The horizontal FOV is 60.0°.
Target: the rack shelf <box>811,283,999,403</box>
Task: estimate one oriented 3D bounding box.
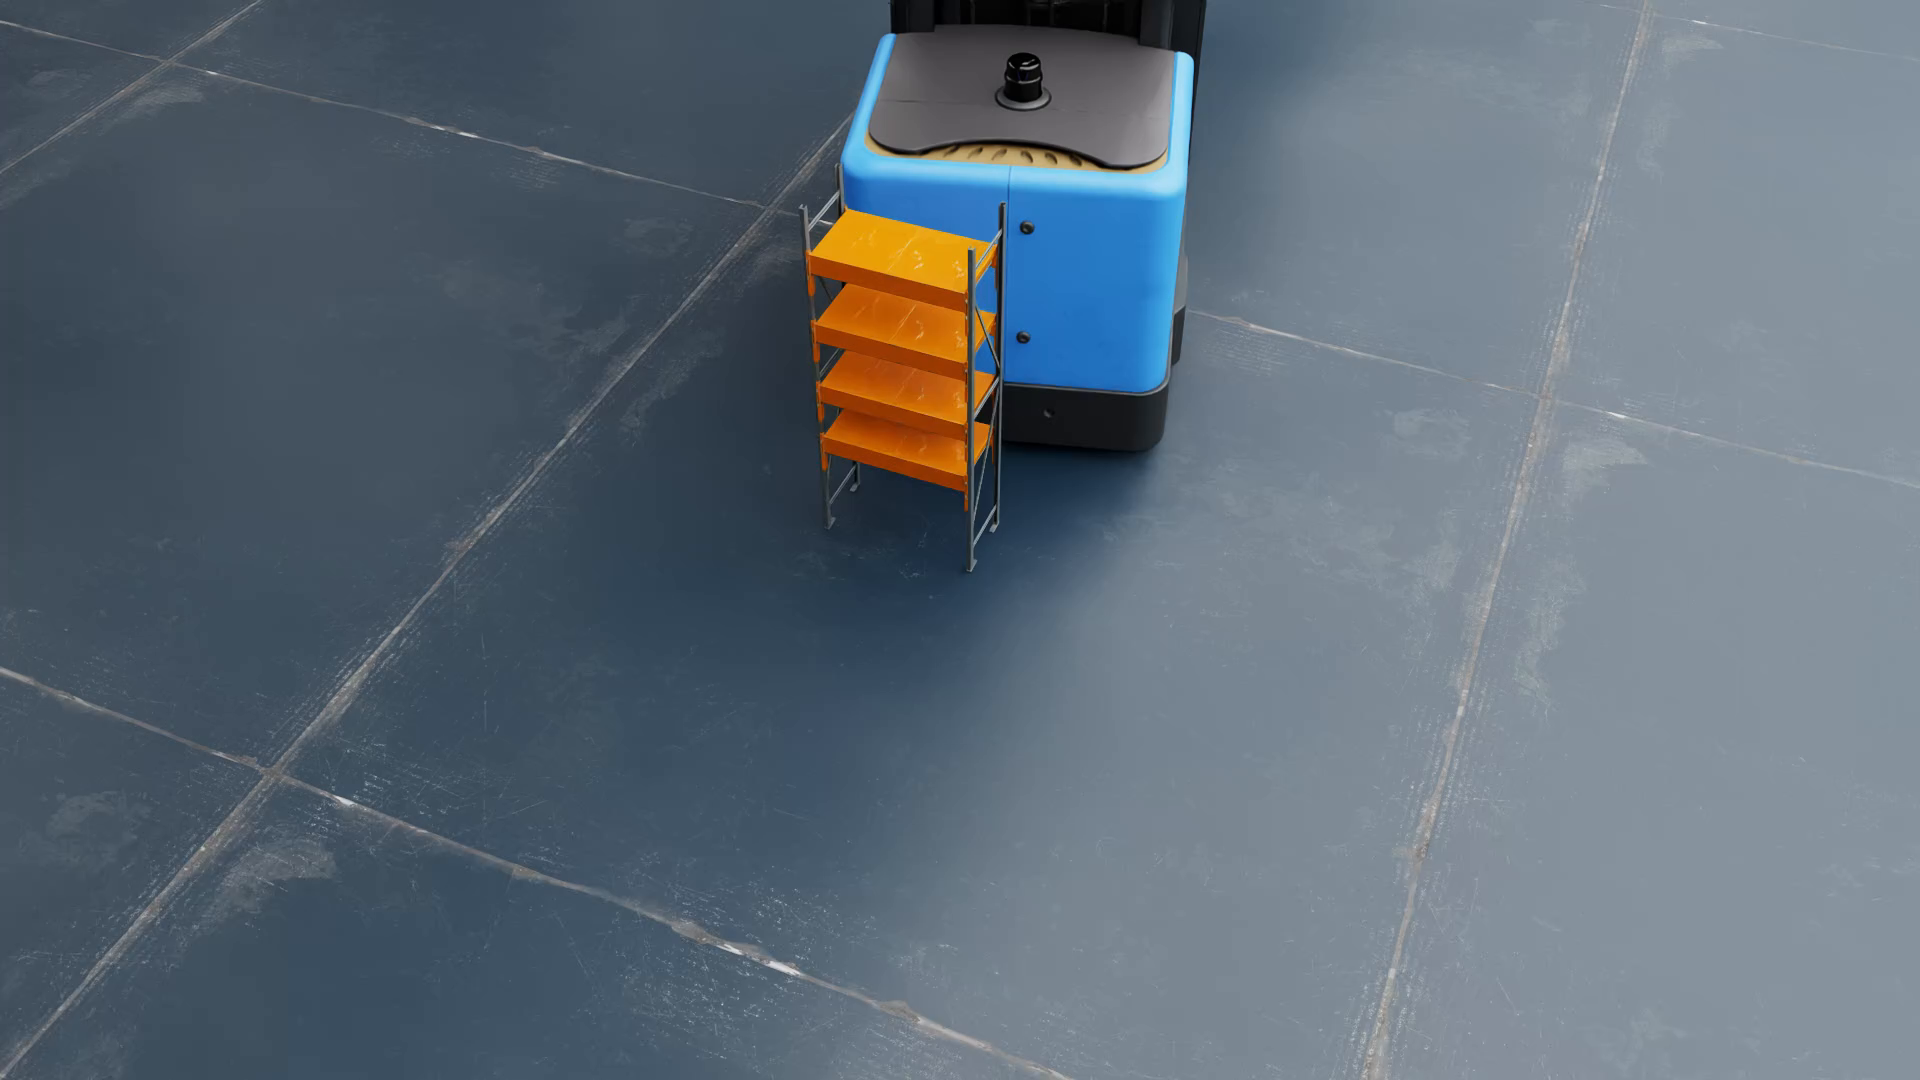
[{"bbox_3d":[-0.153,-0.581,4.762,0.480,0.148,0.258,16,47,16],"label":"rack shelf"}]

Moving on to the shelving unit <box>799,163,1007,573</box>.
[{"bbox_3d":[-0.153,-0.470,4.872,0.503,1.200,0.258,16,47,16],"label":"shelving unit"}]

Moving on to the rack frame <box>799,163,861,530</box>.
[{"bbox_3d":[-0.378,-0.537,4.939,0.015,1.200,0.240,16,47,16],"label":"rack frame"}]

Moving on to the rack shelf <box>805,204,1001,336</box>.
[{"bbox_3d":[-0.153,-0.749,4.595,0.480,0.148,0.258,16,47,16],"label":"rack shelf"}]

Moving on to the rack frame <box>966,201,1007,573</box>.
[{"bbox_3d":[0.072,-0.404,4.805,0.015,1.200,0.240,16,47,16],"label":"rack frame"}]

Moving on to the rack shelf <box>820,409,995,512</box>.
[{"bbox_3d":[-0.153,-0.282,5.059,0.480,0.148,0.258,16,47,16],"label":"rack shelf"}]

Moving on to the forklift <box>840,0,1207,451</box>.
[{"bbox_3d":[0.333,-2.375,5.559,1.130,2.935,3.031,5,45,5],"label":"forklift"}]

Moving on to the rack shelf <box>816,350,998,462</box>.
[{"bbox_3d":[-0.153,-0.423,4.919,0.480,0.148,0.258,16,47,16],"label":"rack shelf"}]
